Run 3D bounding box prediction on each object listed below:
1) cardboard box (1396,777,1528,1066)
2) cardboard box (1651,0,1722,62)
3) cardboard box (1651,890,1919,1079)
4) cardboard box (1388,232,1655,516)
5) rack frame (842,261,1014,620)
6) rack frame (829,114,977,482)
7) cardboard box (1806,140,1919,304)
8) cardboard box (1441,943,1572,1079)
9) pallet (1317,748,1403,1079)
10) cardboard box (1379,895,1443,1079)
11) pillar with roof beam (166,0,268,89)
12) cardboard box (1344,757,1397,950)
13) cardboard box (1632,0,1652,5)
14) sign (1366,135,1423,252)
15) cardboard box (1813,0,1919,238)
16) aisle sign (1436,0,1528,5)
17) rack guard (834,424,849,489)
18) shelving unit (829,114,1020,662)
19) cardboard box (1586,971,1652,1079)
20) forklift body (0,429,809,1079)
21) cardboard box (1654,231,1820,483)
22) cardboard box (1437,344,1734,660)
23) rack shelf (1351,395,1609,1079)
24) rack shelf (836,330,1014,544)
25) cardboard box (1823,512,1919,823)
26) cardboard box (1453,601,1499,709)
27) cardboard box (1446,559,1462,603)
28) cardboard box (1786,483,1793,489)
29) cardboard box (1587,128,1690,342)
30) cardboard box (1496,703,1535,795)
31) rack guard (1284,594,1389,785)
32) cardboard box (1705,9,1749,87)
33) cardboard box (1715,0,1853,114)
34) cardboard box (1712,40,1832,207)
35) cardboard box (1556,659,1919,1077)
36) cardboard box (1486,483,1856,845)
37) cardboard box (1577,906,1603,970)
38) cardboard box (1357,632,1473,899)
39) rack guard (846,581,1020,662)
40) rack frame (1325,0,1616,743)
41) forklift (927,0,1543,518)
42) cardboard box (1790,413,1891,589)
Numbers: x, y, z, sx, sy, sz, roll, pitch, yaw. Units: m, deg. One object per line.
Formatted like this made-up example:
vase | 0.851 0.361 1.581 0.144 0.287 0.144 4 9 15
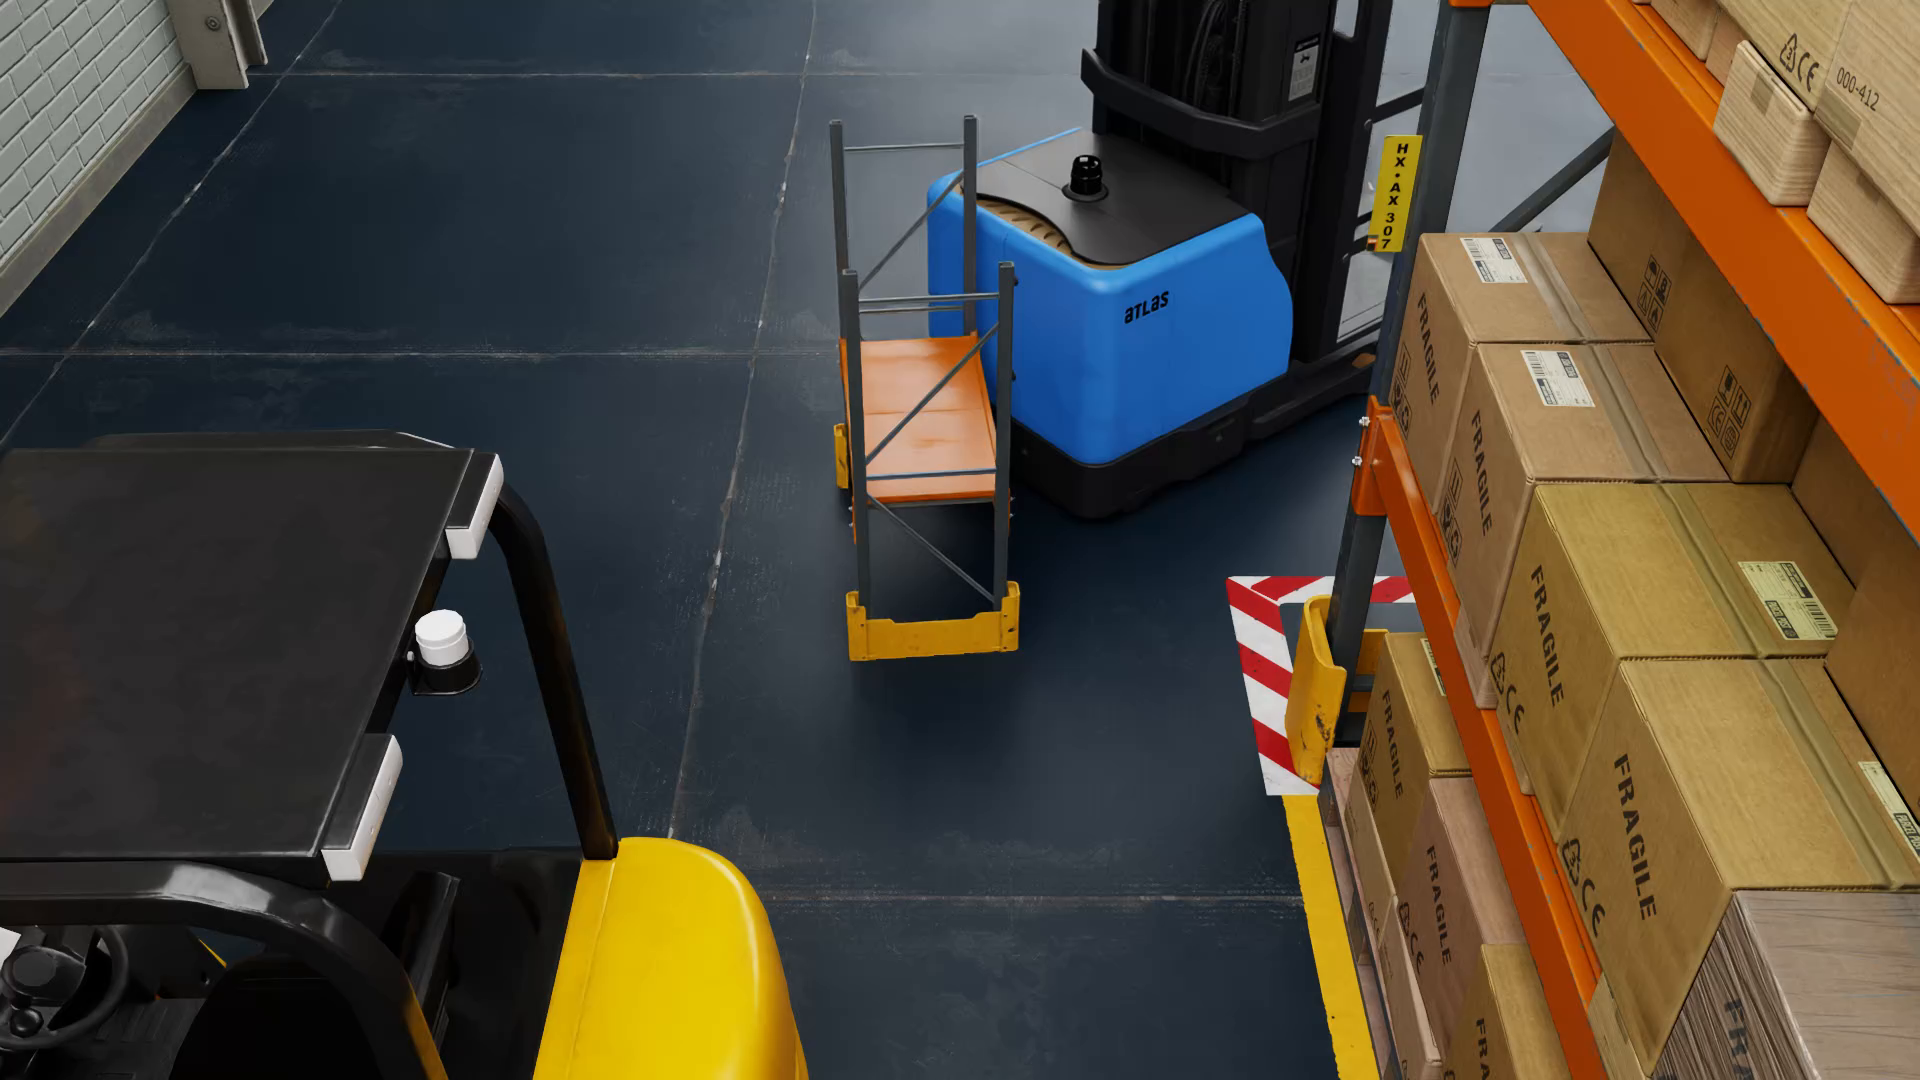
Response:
cardboard box | 1.388 0.915 3.973 0.500 0.500 0.500 -1 39 -2
cardboard box | 1.414 -0.928 2.812 0.380 0.149 0.250 0 39 0
cardboard box | 1.401 0.874 2.443 0.500 0.500 0.500 1 39 1
cardboard box | 1.381 -0.407 4.041 0.500 0.500 0.500 -1 39 -1
rack frame | -0.091 -0.207 5.309 0.500 1.500 0.032 -4 39 -4
rack frame | -0.192 -0.839 6.098 0.500 1.500 0.032 -4 39 -4
cardboard box | 1.380 -0.440 2.203 0.380 0.149 0.250 -1 39 -1
cardboard box | 1.380 1.229 3.581 0.500 0.500 0.500 1 39 1
pallet | 1.624 1.096 4.714 1.003 0.211 1.213 0 39 0
cardboard box | 1.375 1.185 4.236 0.500 0.250 0.500 1 39 2
pillar with roof beam | 0.092 -6.202 6.794 9.100 9.000 0.400 0 39 0
cardboard box | 1.382 0.866 4.634 0.500 0.250 0.500 0 39 0
cardboard box | 1.390 -1.083 3.005 0.380 0.149 0.250 1 39 1
sign | 1.115 -0.885 4.264 0.100 0.325 0.005 0 39 0
cardboard box | 1.389 -0.503 1.963 0.500 0.250 0.500 1 39 1
aisle sign | 1.348 -1.601 3.770 0.394 0.787 0.004 0 39 0
rack guard | -0.190 -0.340 6.474 0.587 0.250 0.087 -4 39 -4
shelving unit | -0.141 -0.517 5.696 0.587 1.500 1.083 -4 39 -4
cardboard box | 1.346 0.894 2.936 0.380 0.149 0.250 0 39 0
forklift body | -1.479 0.974 3.315 2.313 2.155 1.214 0 39 0
cardboard box | 1.870 -0.457 3.305 0.700 0.500 0.500 0 39 0
cardboard box | 1.385 -0.083 3.637 0.500 0.500 0.500 1 39 1
rack shelf | 1.660 0.983 3.199 1.077 0.370 4.000 0 39 0
rack shelf | -0.142 -0.383 5.816 0.538 0.185 1.000 -4 39 -4
cardboard box | 1.835 0.173 2.518 0.700 0.500 0.500 0 39 0
cardboard box | 1.339 0.245 3.746 0.380 0.149 0.250 1 39 1
cardboard box | 1.385 0.086 3.944 0.380 0.149 0.250 -1 39 -1
cardboard box | 1.930 -0.051 3.597 0.500 0.500 0.500 0 39 0
cardboard box | 1.877 -0.774 3.700 0.700 0.500 0.500 -1 39 -1
cardboard box | 1.373 0.407 3.544 0.380 0.149 0.250 1 39 1
rack guard | 1.658 0.475 5.258 1.175 0.500 0.348 0 39 0
cardboard box | 1.419 -0.762 2.605 0.380 0.149 0.250 -1 39 -1
cardboard box | 1.408 -0.823 2.362 0.500 0.250 0.500 1 39 1
cardboard box | 1.339 -0.605 2.408 0.380 0.149 0.250 0 39 0
cardboard box | 1.395 0.554 2.842 0.500 0.500 0.500 -1 39 -1
cardboard box | 1.387 0.236 3.239 0.500 0.500 0.500 -1 39 -1
cardboard box | 1.404 0.737 3.132 0.380 0.149 0.250 -1 39 -1
cardboard box | 1.383 0.588 4.381 0.500 0.500 0.500 -1 39 -2
rack guard | -0.092 0.280 5.700 0.587 0.250 0.087 -4 39 -4
rack frame | 1.658 -0.548 4.535 1.000 3.000 0.127 0 39 0
forklift | 1.323 -1.994 6.394 3.031 2.935 1.130 -27 46 -30
cardboard box | 1.973 -0.139 2.907 0.700 0.500 0.500 0 39 -1
